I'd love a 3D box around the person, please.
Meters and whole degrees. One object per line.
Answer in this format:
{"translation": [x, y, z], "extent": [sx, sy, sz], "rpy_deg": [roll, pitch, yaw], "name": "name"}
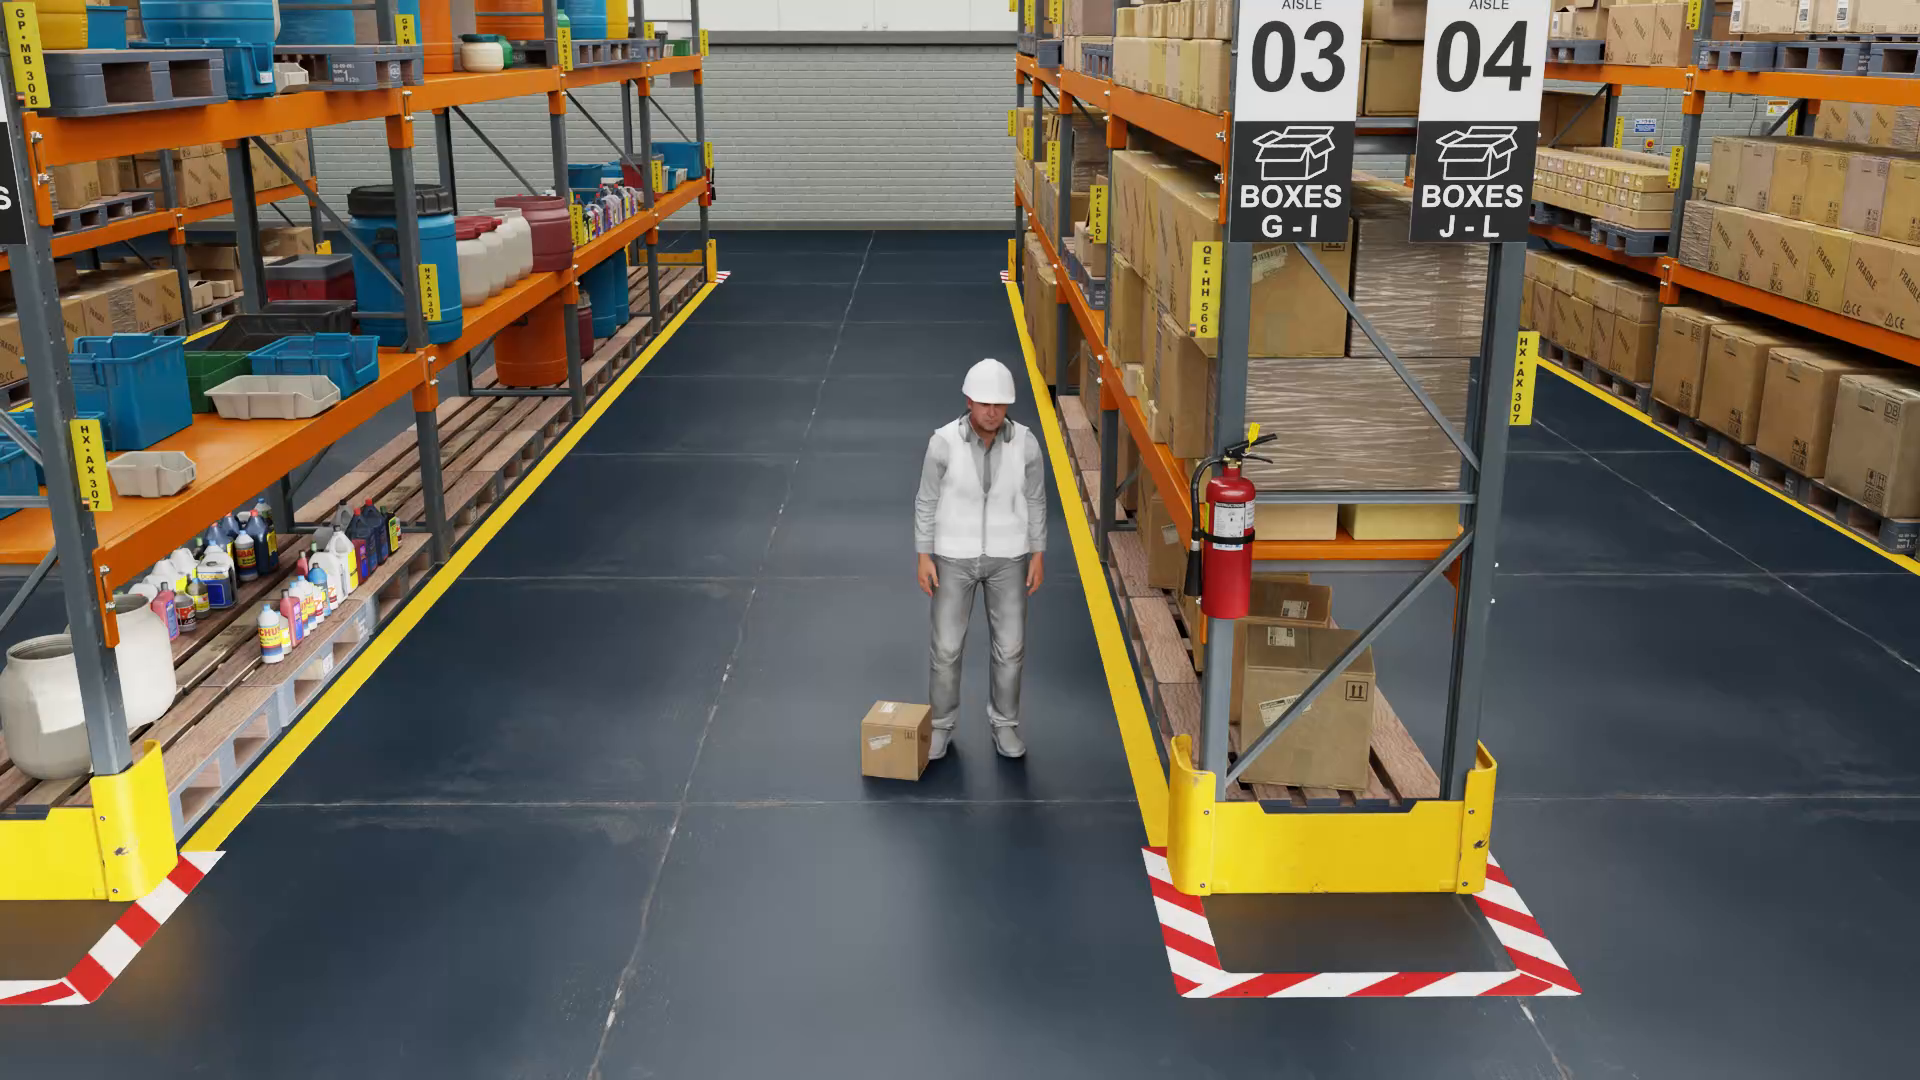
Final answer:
{"translation": [0.093, 0.079, 7.244], "extent": [0.583, 1.769, 0.465], "rpy_deg": [-2, 17, -5], "name": "person"}
